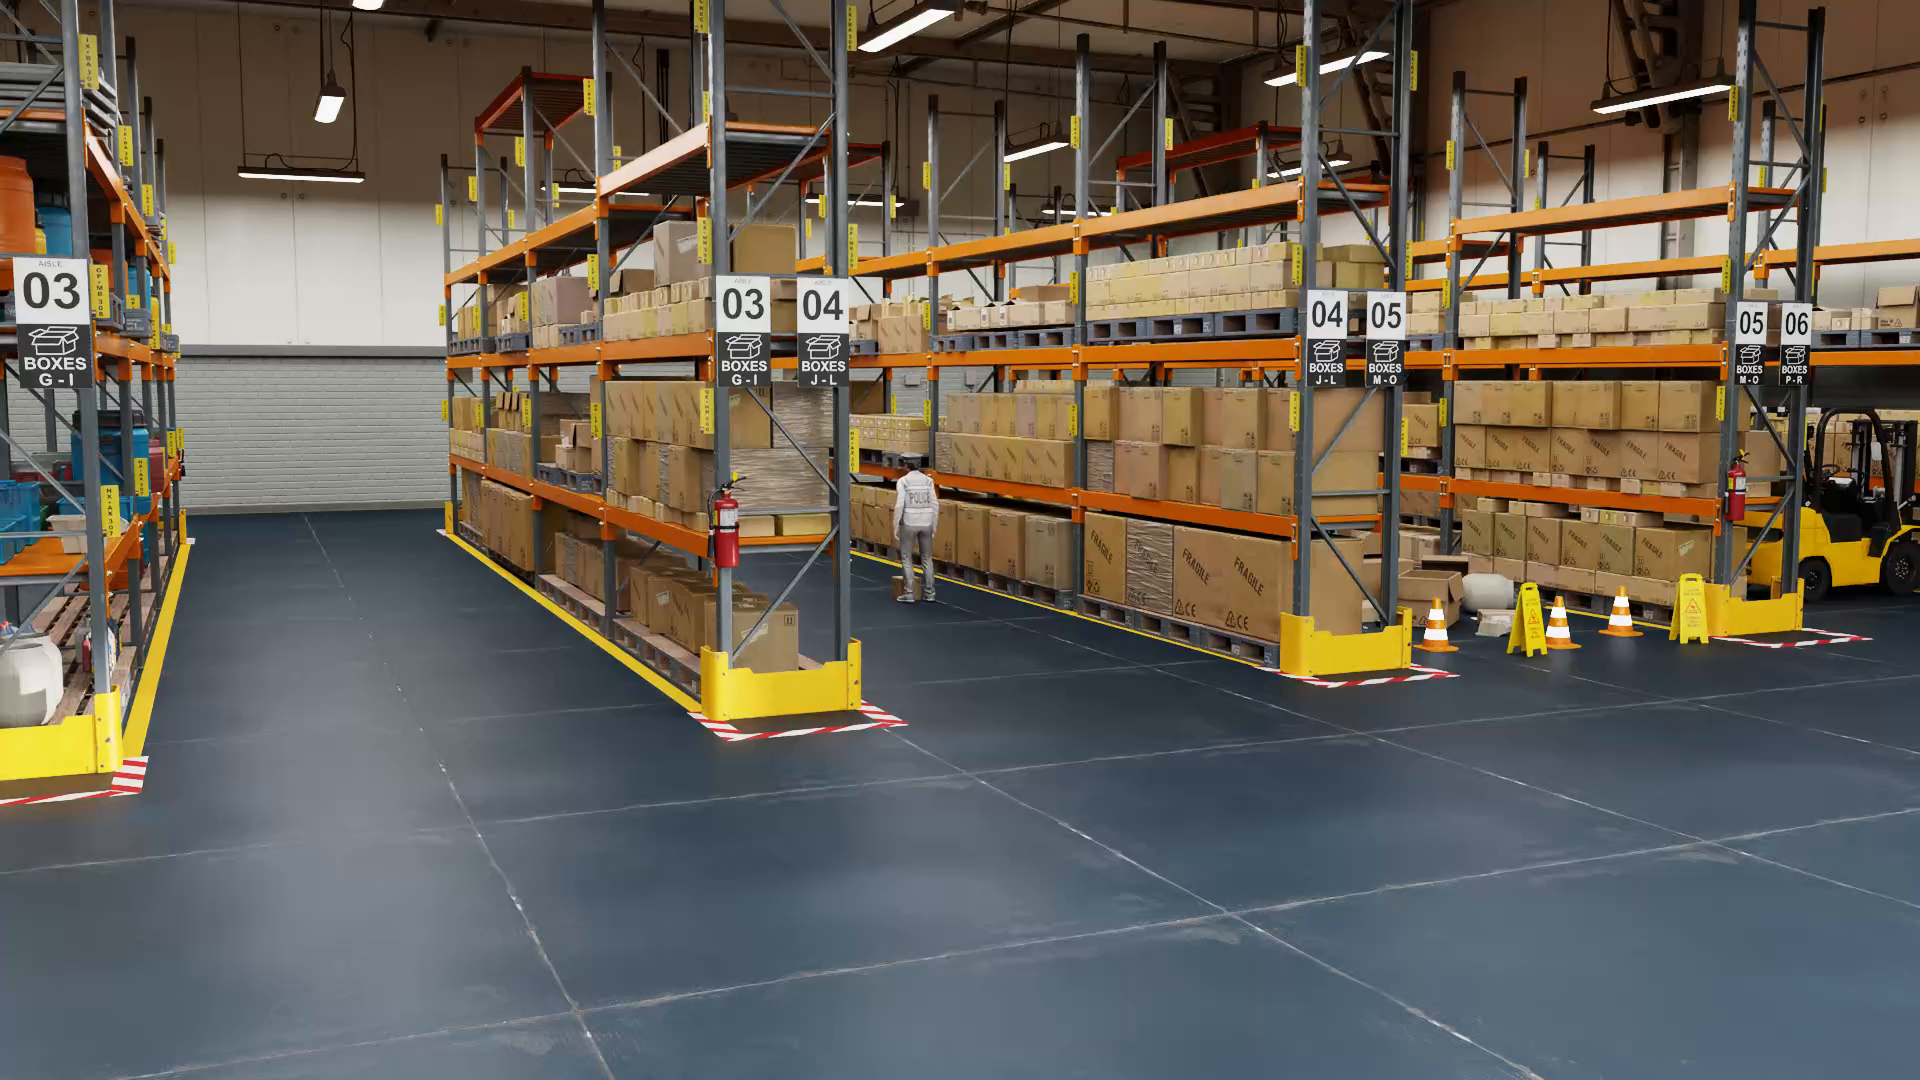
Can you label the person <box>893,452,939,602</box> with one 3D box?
[{"bbox_3d":[-0.492,-0.139,18.436,0.528,1.663,0.375,-2,6,-24],"label":"person"}]
